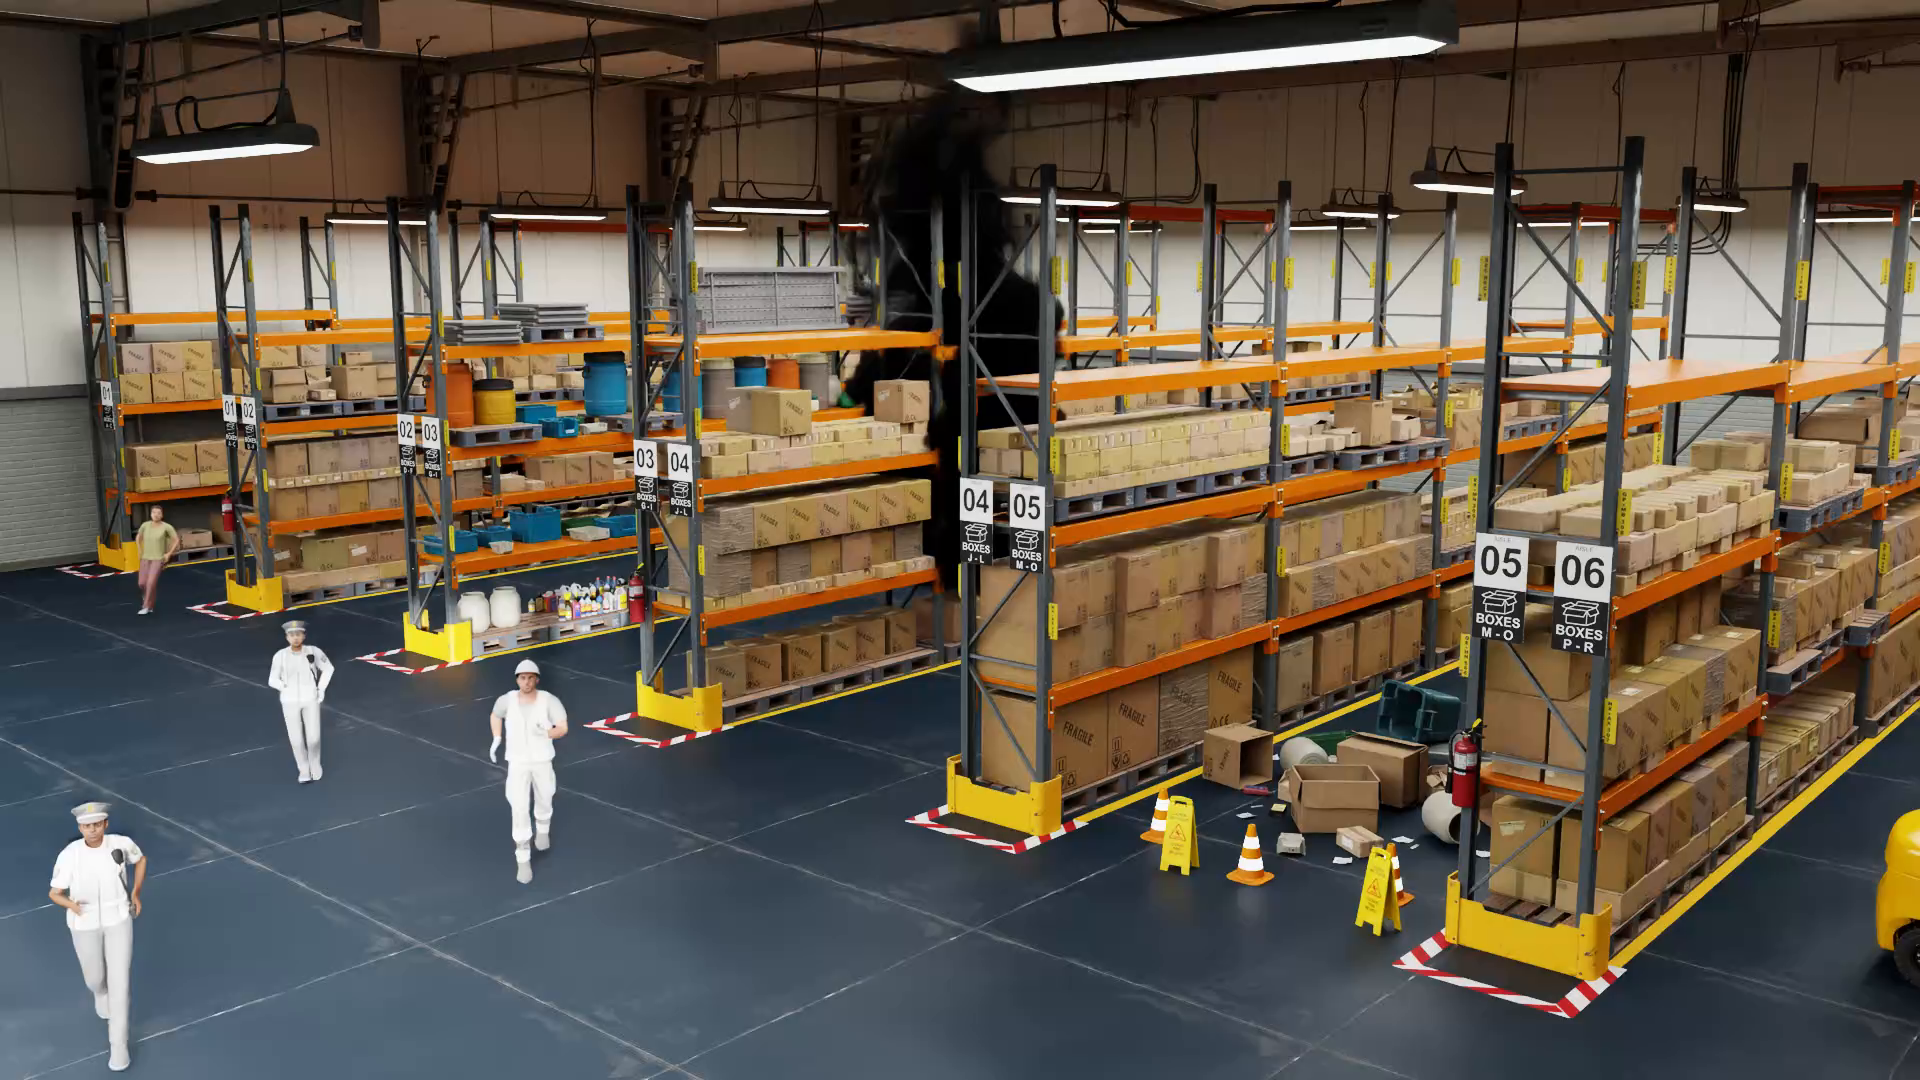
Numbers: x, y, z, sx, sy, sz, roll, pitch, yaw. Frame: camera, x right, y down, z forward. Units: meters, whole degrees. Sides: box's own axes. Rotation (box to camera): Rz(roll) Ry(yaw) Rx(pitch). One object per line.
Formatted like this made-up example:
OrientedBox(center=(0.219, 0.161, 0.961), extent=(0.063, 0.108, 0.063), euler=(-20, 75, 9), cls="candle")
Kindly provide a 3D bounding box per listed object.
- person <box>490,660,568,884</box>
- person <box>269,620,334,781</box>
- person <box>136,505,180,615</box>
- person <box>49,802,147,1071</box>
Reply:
OrientedBox(center=(-3.683, 1.914, 14.249), extent=(0.655, 1.809, 0.925), euler=(-2, 10, -14), cls="person")
OrientedBox(center=(-6.528, 1.616, 16.500), extent=(0.600, 1.662, 0.570), euler=(-3, 10, -17), cls="person")
OrientedBox(center=(-11.955, 0.269, 24.789), extent=(0.646, 1.617, 0.573), euler=(-1, 10, -9), cls="person")
OrientedBox(center=(-5.654, 2.525, 10.964), extent=(0.581, 1.699, 0.920), euler=(-5, 11, -26), cls="person")
